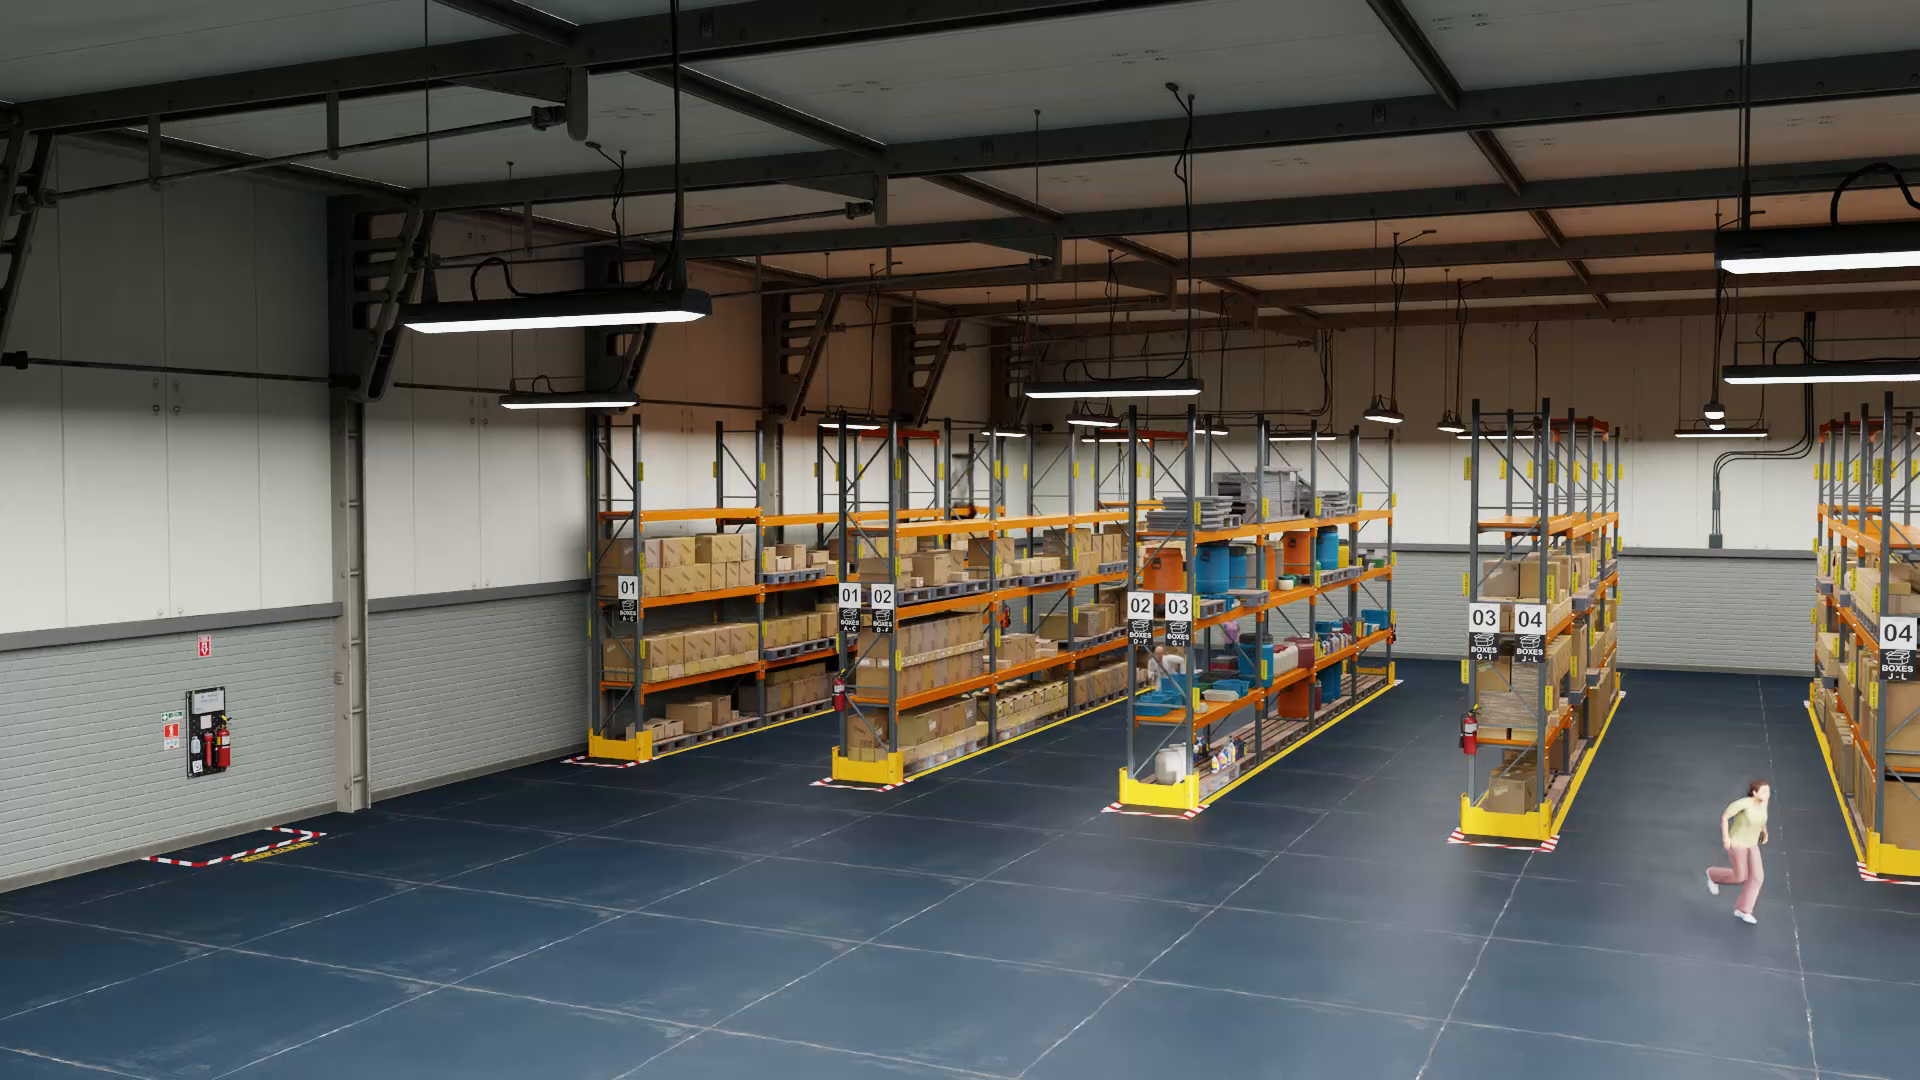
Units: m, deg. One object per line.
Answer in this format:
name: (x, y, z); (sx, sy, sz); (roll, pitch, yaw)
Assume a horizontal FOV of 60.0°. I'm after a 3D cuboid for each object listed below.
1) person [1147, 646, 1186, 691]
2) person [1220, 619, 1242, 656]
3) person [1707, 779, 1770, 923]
person: (4.043, 2.862, 32.571); (0.740, 1.599, 0.918); (1, 3, 32)
person: (6.655, 2.535, 40.720); (0.553, 1.575, 0.598); (0, 2, -3)
person: (8.785, 3.452, 18.763); (0.578, 1.613, 0.813); (-1, 3, -25)
